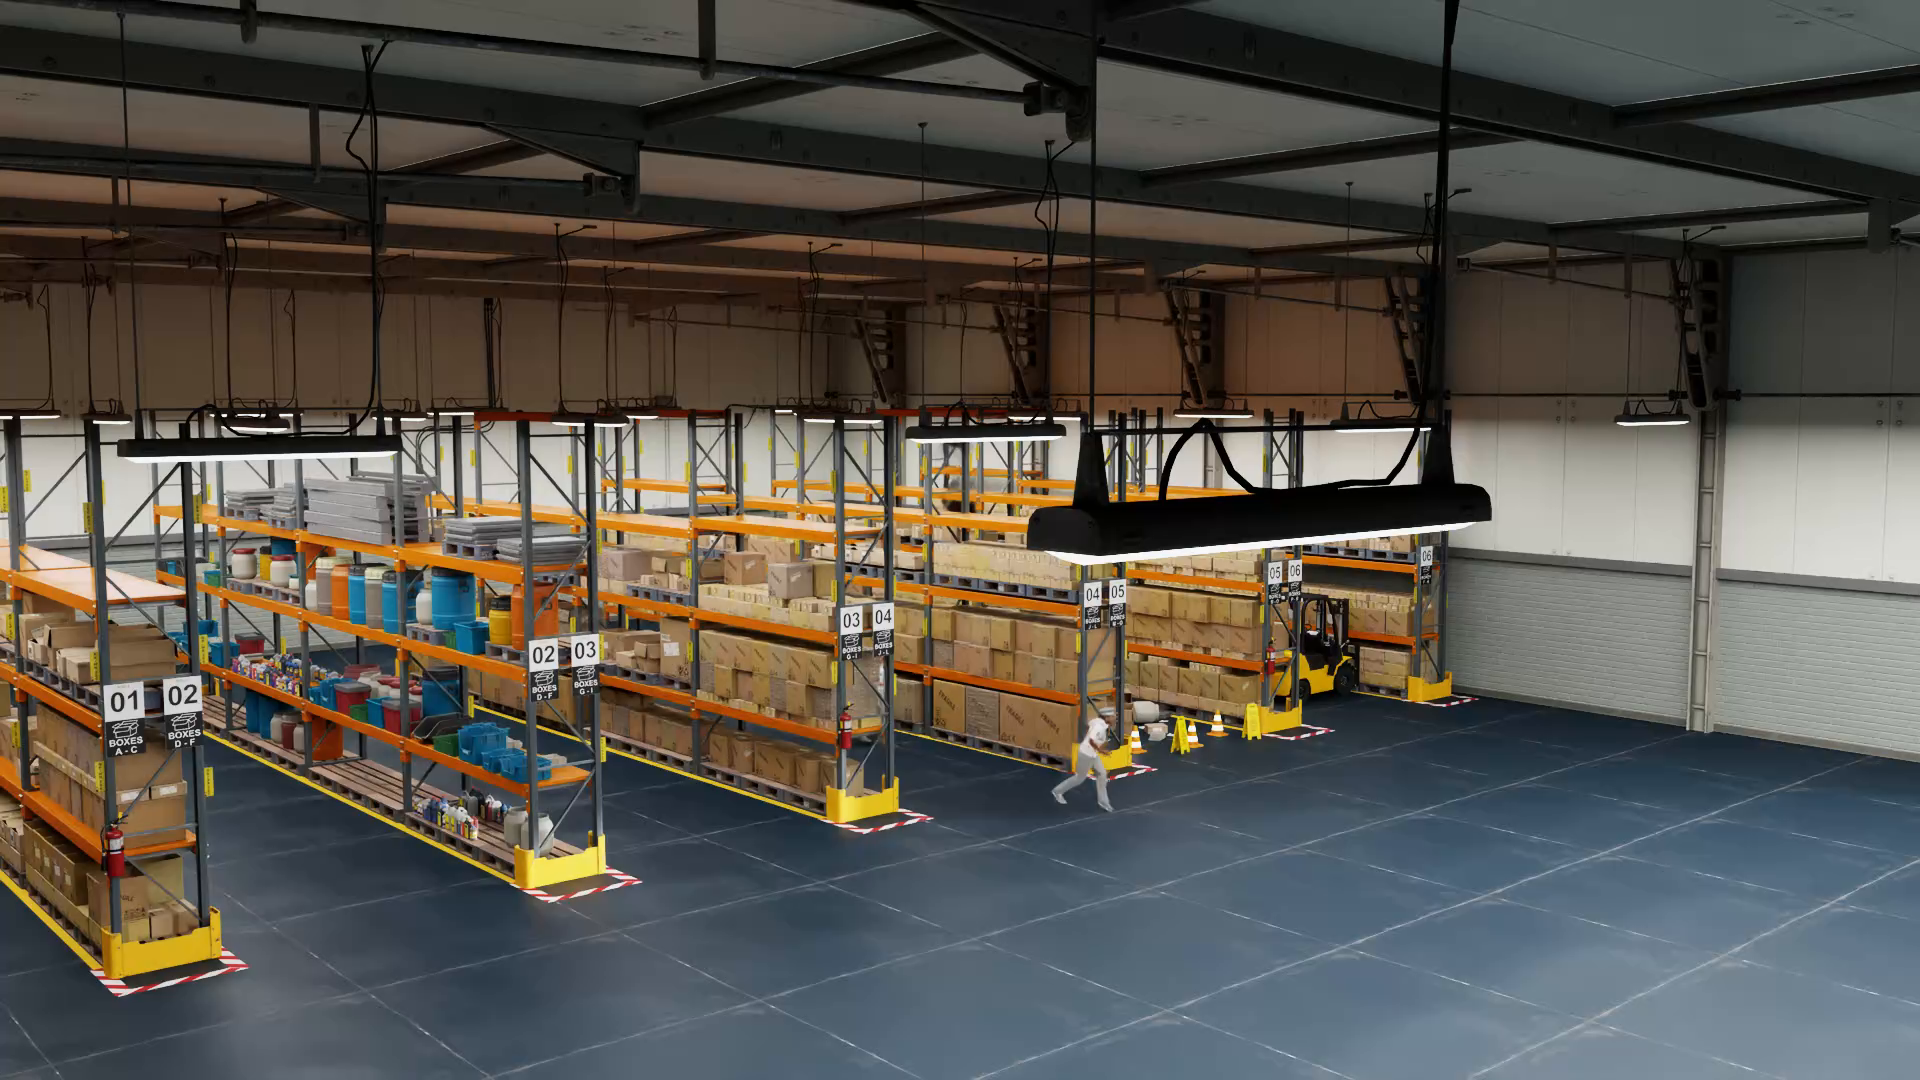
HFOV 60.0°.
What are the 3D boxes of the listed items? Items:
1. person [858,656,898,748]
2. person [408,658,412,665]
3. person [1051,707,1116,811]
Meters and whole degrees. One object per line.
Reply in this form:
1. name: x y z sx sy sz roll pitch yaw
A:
1. person: -1.519 2.824 29.869 0.826 1.839 0.644 4 6 39
2. person: -12.200 2.147 37.886 0.830 1.718 0.636 -1 5 -12
3. person: 1.885 3.335 25.371 0.983 1.627 0.611 0 5 6
